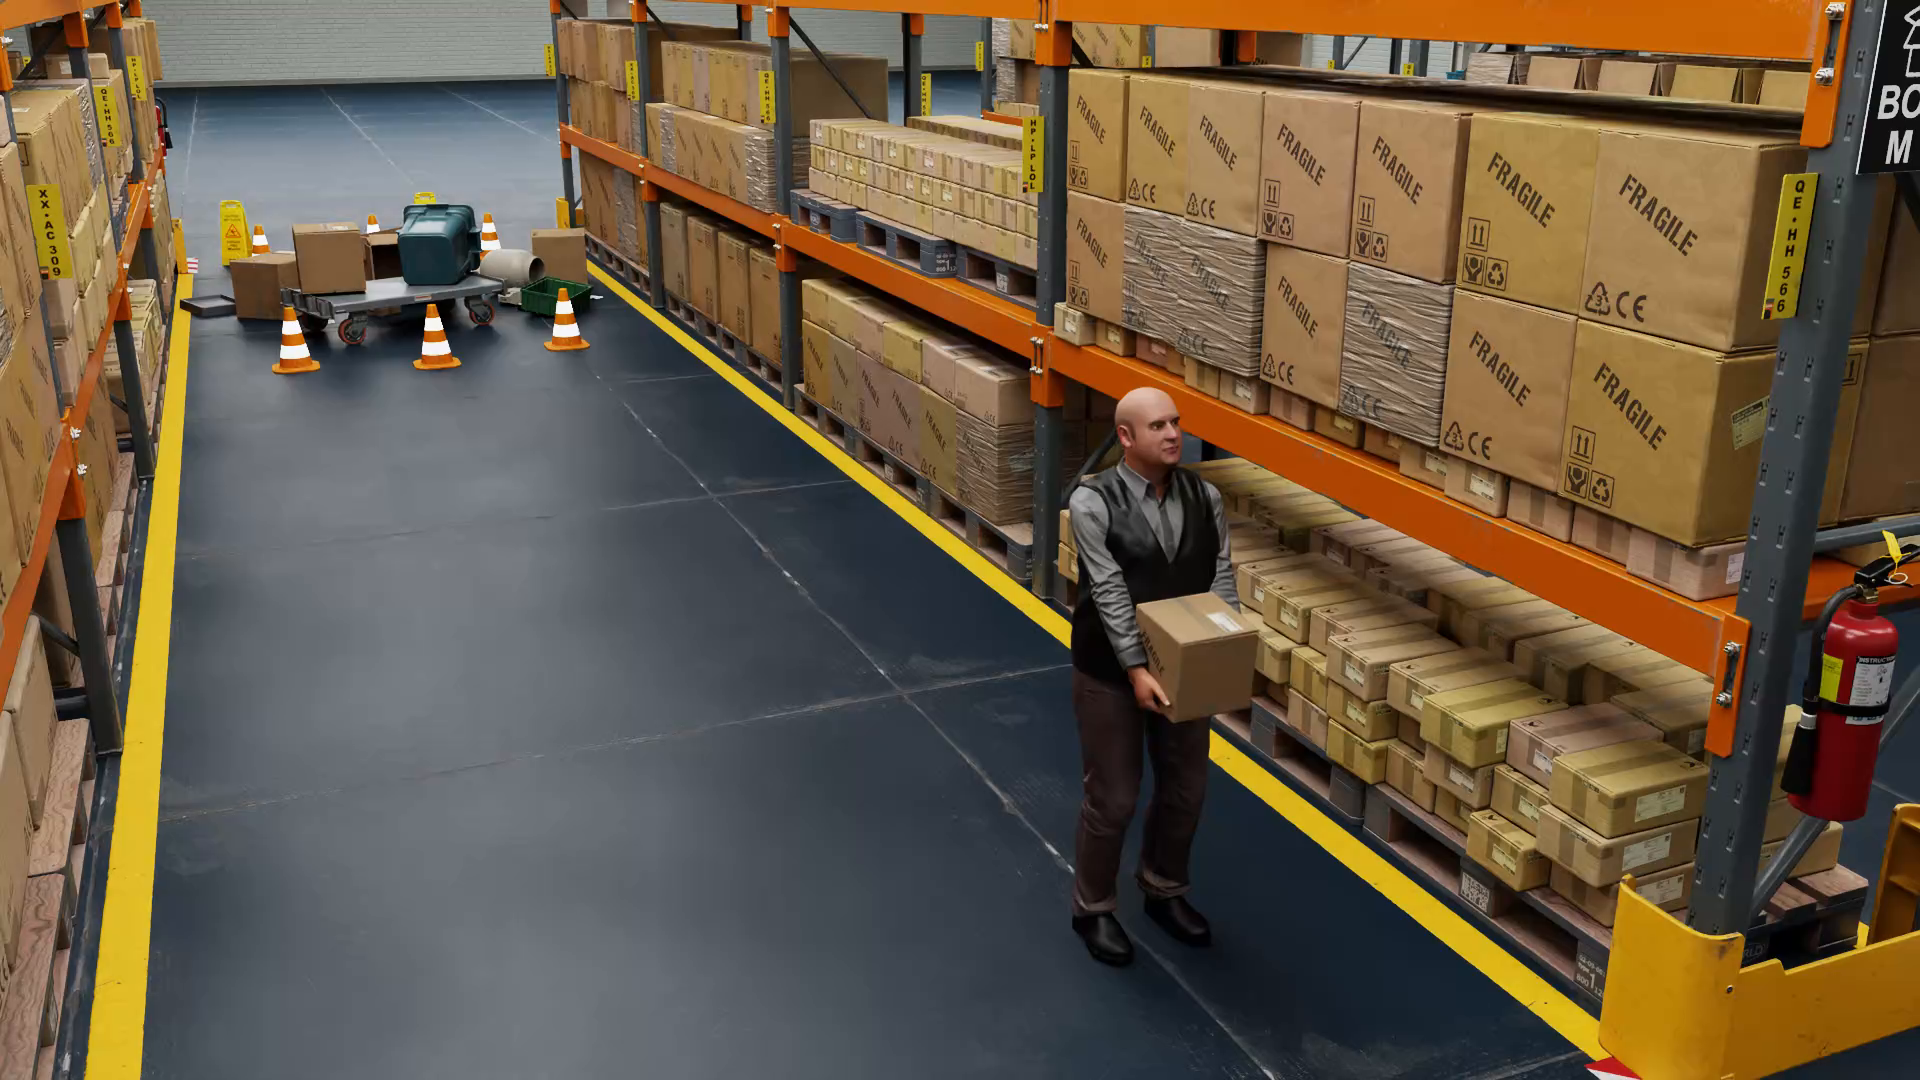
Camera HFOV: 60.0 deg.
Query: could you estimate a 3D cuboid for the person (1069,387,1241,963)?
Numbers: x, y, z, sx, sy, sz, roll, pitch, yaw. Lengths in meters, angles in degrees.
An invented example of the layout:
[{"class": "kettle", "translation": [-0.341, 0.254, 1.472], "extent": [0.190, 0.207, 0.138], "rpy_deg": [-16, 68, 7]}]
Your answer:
[{"class": "person", "translation": [0.594, 0.425, 4.861], "extent": [0.494, 1.711, 0.560], "rpy_deg": [-8, 20, -22]}]
